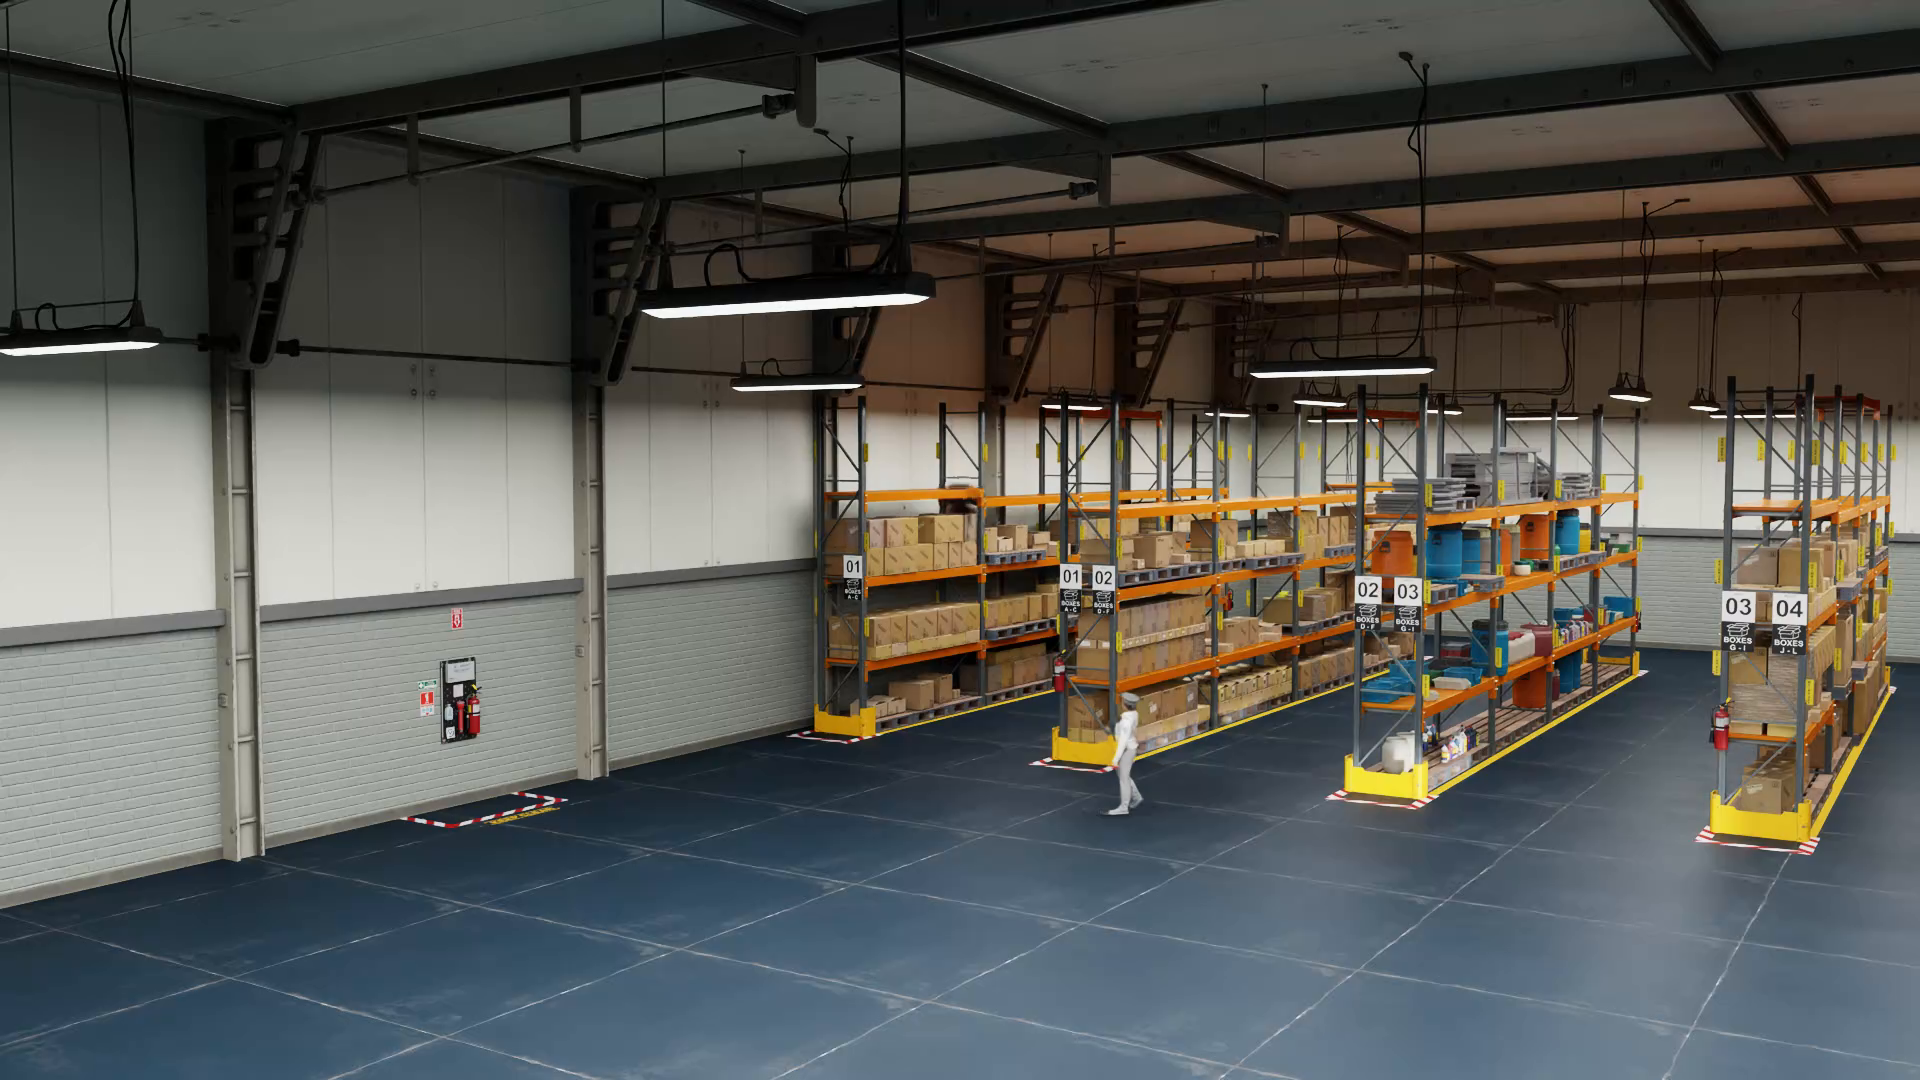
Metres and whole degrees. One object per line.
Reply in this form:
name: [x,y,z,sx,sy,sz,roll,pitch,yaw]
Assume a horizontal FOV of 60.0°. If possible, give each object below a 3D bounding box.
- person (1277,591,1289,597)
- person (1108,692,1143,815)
person: [7.526,2.072,38.751,0.392,1.767,0.650,2,4,33]
person: [2.302,2.943,23.058,0.472,1.683,0.569,0,3,9]
